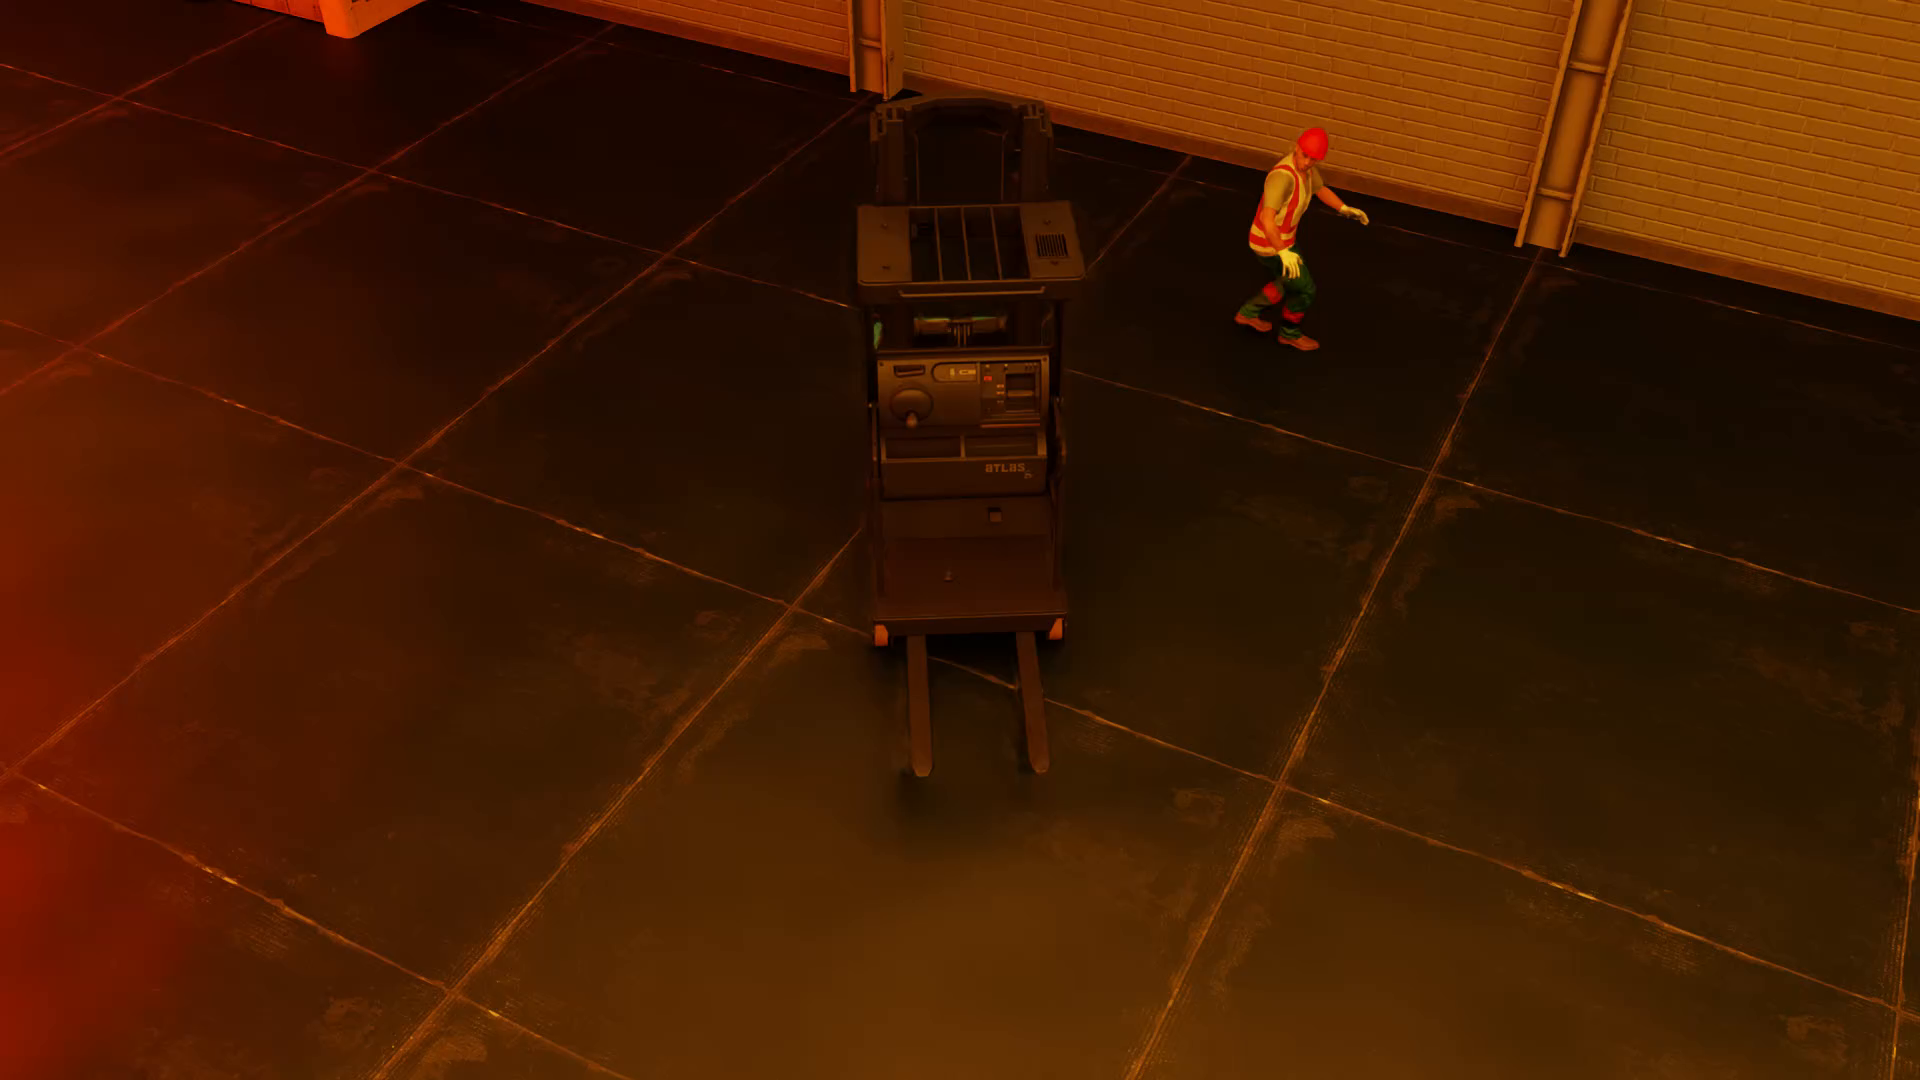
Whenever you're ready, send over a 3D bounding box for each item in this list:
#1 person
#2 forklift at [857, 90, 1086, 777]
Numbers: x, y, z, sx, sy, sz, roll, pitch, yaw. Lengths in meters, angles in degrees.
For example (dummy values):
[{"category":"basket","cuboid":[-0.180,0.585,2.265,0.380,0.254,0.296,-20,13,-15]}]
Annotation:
[{"category":"person","cuboid":[2.339,-2.008,11.358,0.816,1.654,0.876,11,41,13]},{"category":"forklift","cuboid":[0.033,-0.728,8.851,1.130,2.935,3.031,-2,40,-2]}]
